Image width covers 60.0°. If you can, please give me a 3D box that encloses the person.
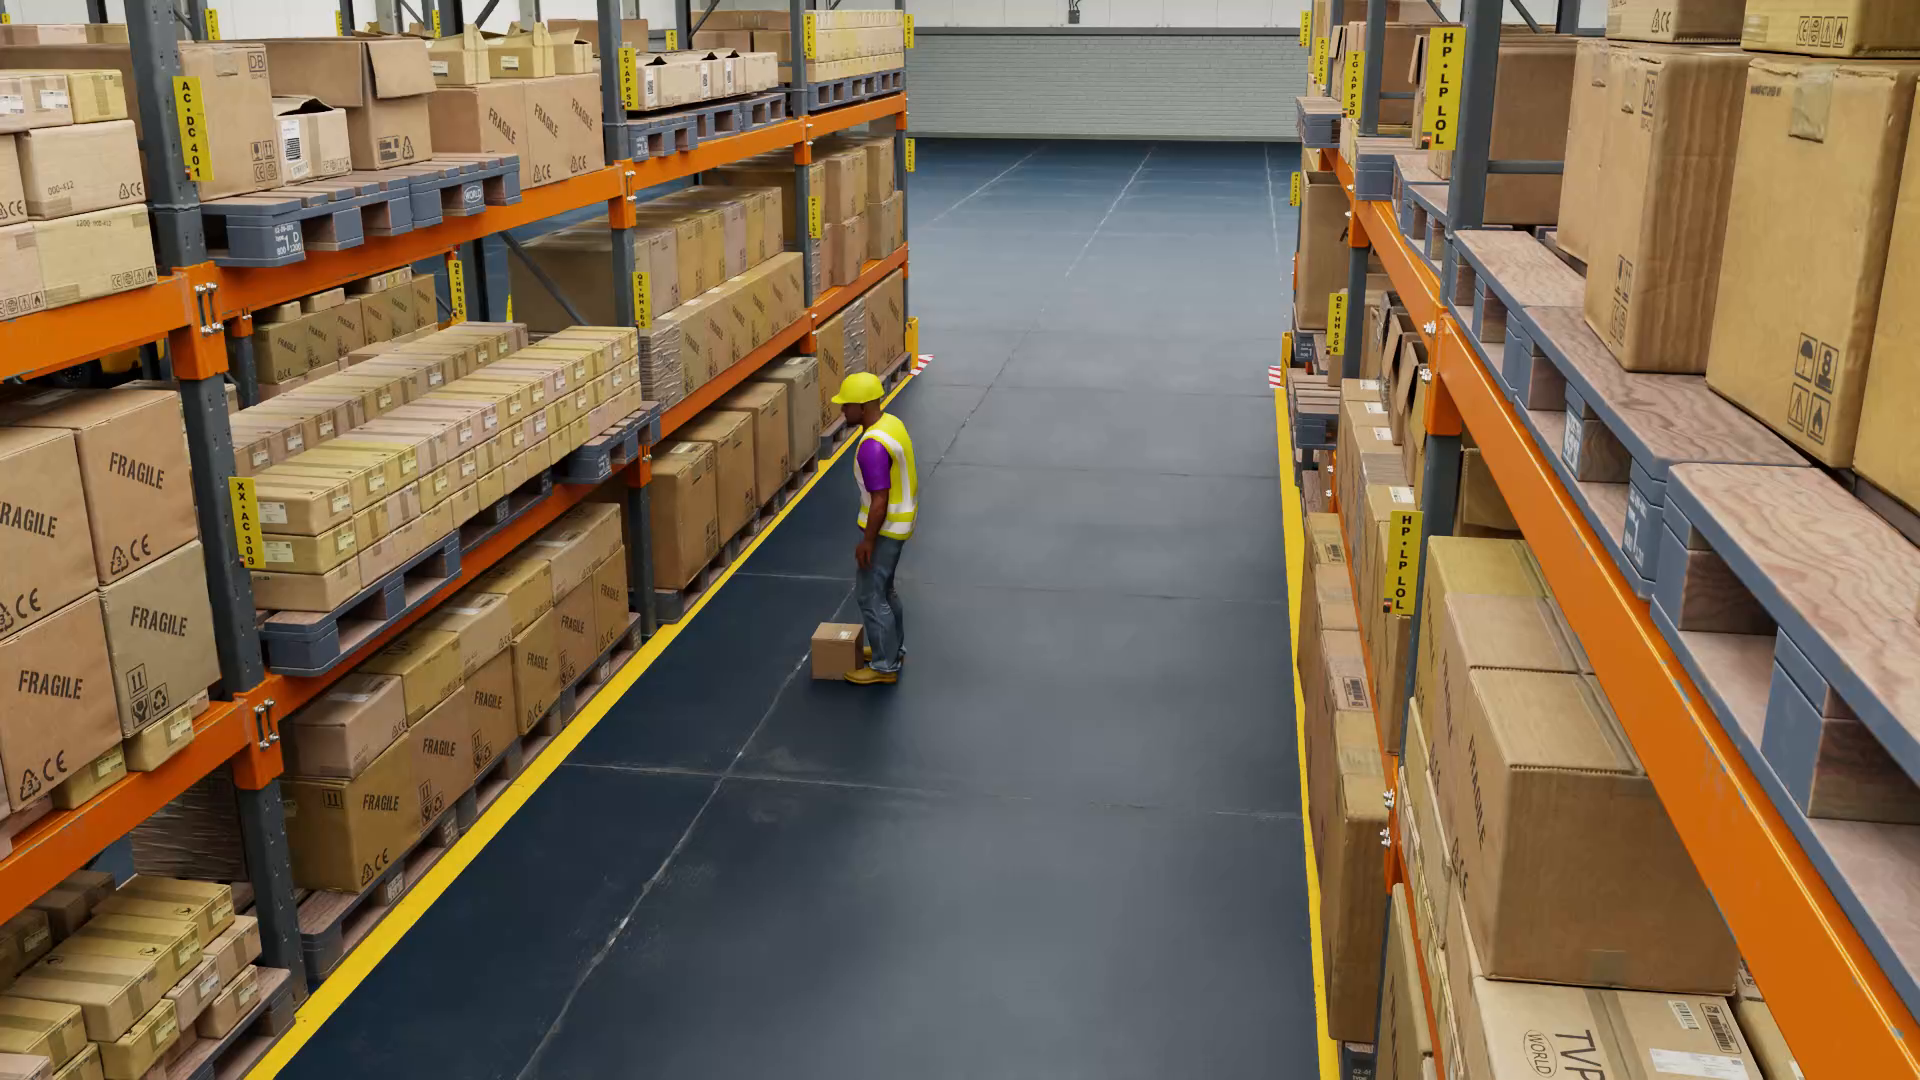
[{"bbox_3d":[-0.466,-0.073,9.252,0.460,1.760,0.631,2,18,6],"label":"person"}]
